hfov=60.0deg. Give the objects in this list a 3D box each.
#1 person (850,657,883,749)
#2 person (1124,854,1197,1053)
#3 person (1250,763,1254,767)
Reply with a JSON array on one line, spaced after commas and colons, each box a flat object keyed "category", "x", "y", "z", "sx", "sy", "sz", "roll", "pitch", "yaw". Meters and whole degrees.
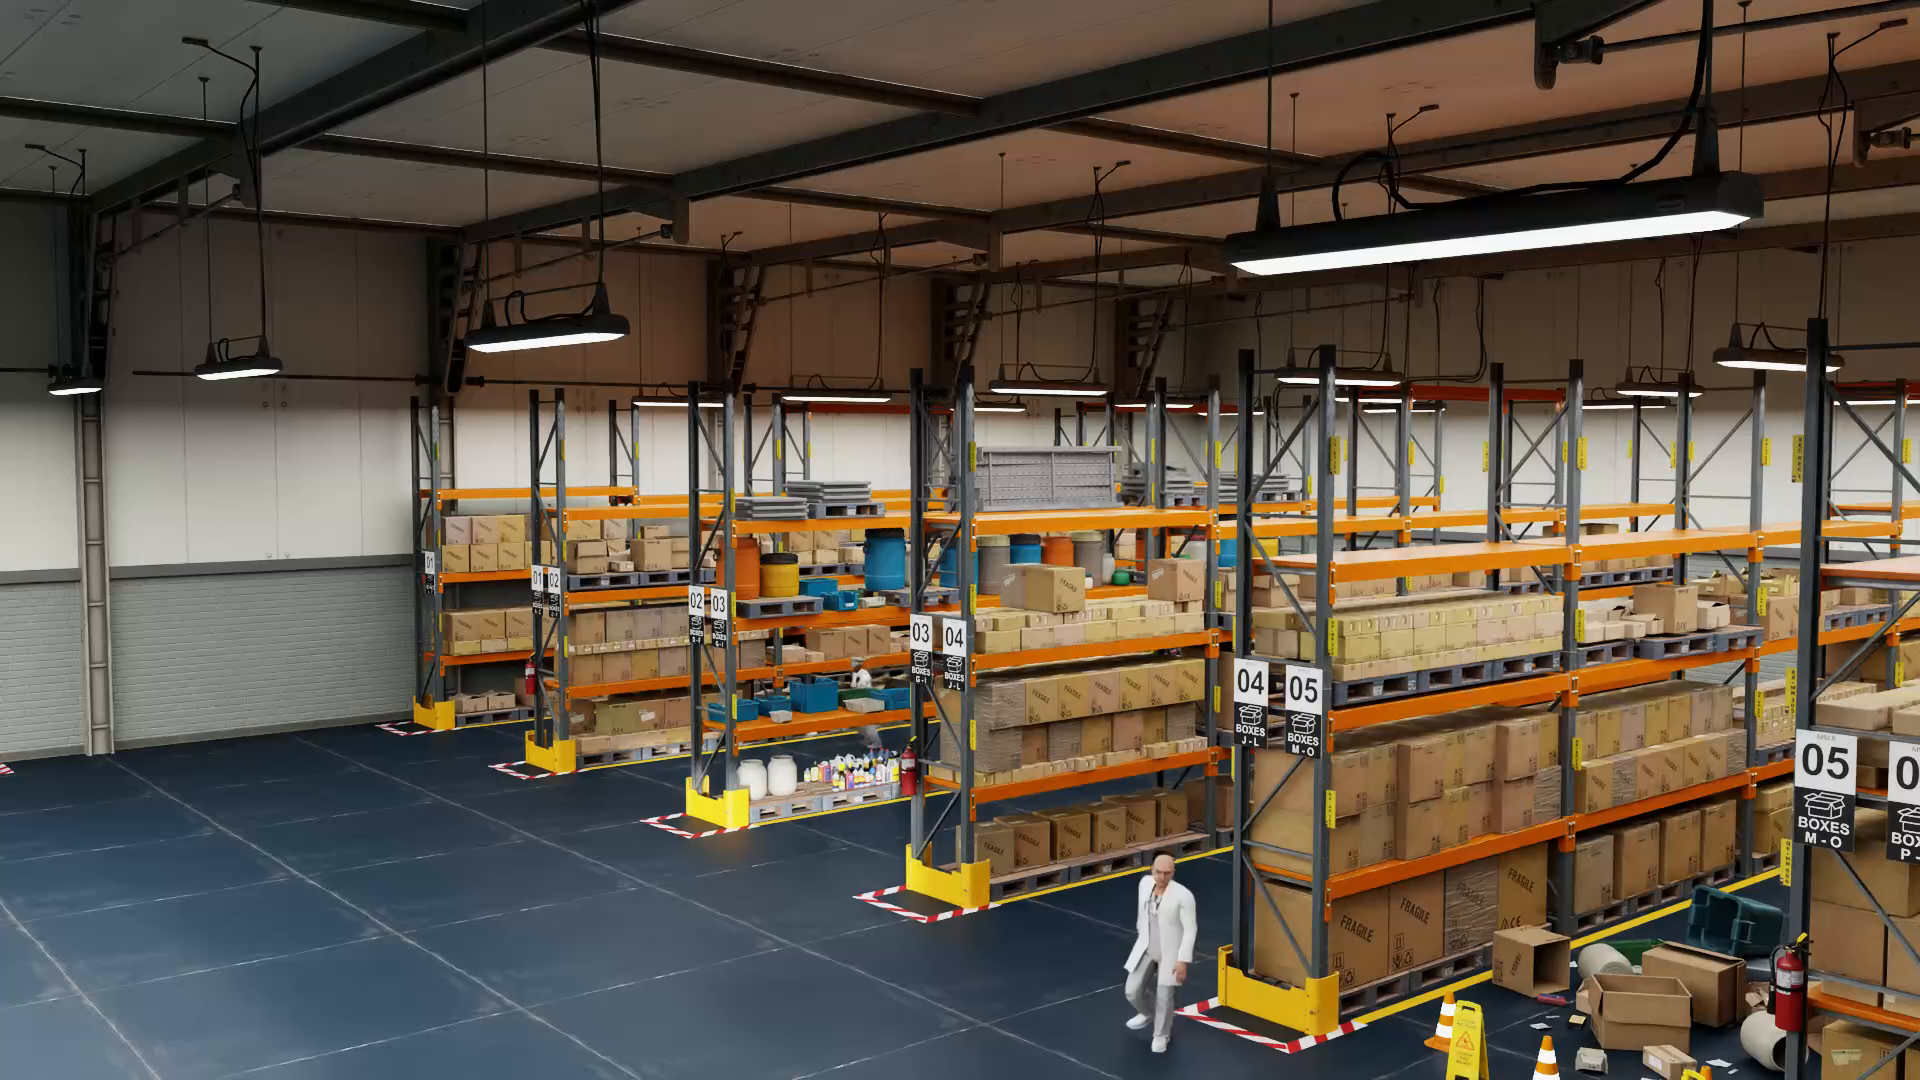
[{"category": "person", "x": -1.592, "y": 2.723, "z": 27.801, "sx": 0.665, "sy": 1.565, "sz": 0.545, "roll": -2, "pitch": 4, "yaw": -33}, {"category": "person", "x": 1.705, "y": 3.472, "z": 14.072, "sx": 0.735, "sy": 1.737, "sz": 0.610, "roll": 2, "pitch": 4, "yaw": 32}, {"category": "person", "x": 4.631, "y": 2.756, "z": 26.220, "sx": 0.665, "sy": 1.712, "sz": 0.731, "roll": -2, "pitch": 4, "yaw": -35}]
